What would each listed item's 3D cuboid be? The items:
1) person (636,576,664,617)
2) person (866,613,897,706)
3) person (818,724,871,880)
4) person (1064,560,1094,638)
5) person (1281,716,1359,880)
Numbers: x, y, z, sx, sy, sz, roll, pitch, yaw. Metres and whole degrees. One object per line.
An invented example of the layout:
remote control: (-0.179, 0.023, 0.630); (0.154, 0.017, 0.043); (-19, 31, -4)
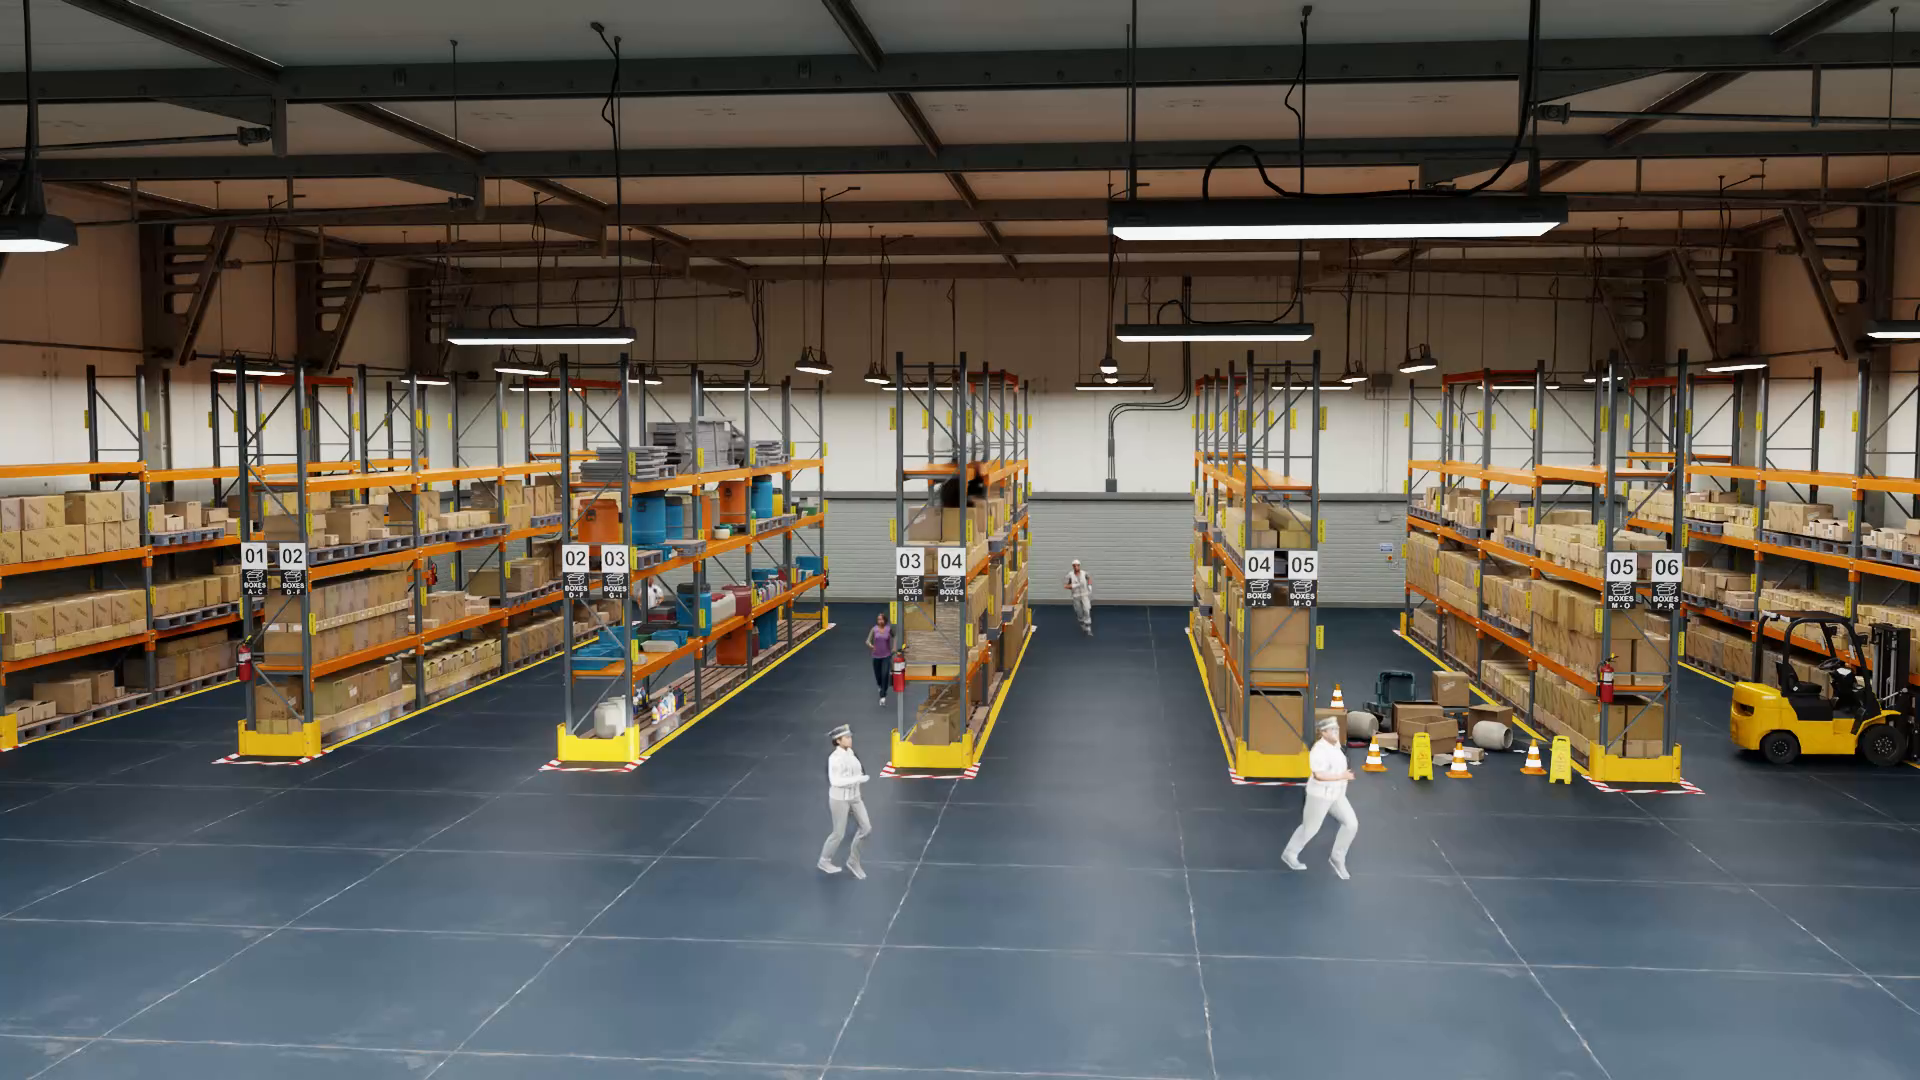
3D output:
person: (-6.894, 1.566, 36.971); (0.611, 1.619, 0.664); (0, 4, -7)
person: (-1.390, 2.106, 29.594); (0.557, 1.572, 0.881); (0, 4, 1)
person: (-1.242, 2.867, 18.203); (0.684, 1.734, 0.592); (2, 5, 29)
person: (2.770, 1.346, 39.000); (0.683, 1.782, 0.903); (0, 4, 0)
person: (4.018, 2.830, 18.300); (0.673, 1.825, 0.911); (-4, 6, -44)
